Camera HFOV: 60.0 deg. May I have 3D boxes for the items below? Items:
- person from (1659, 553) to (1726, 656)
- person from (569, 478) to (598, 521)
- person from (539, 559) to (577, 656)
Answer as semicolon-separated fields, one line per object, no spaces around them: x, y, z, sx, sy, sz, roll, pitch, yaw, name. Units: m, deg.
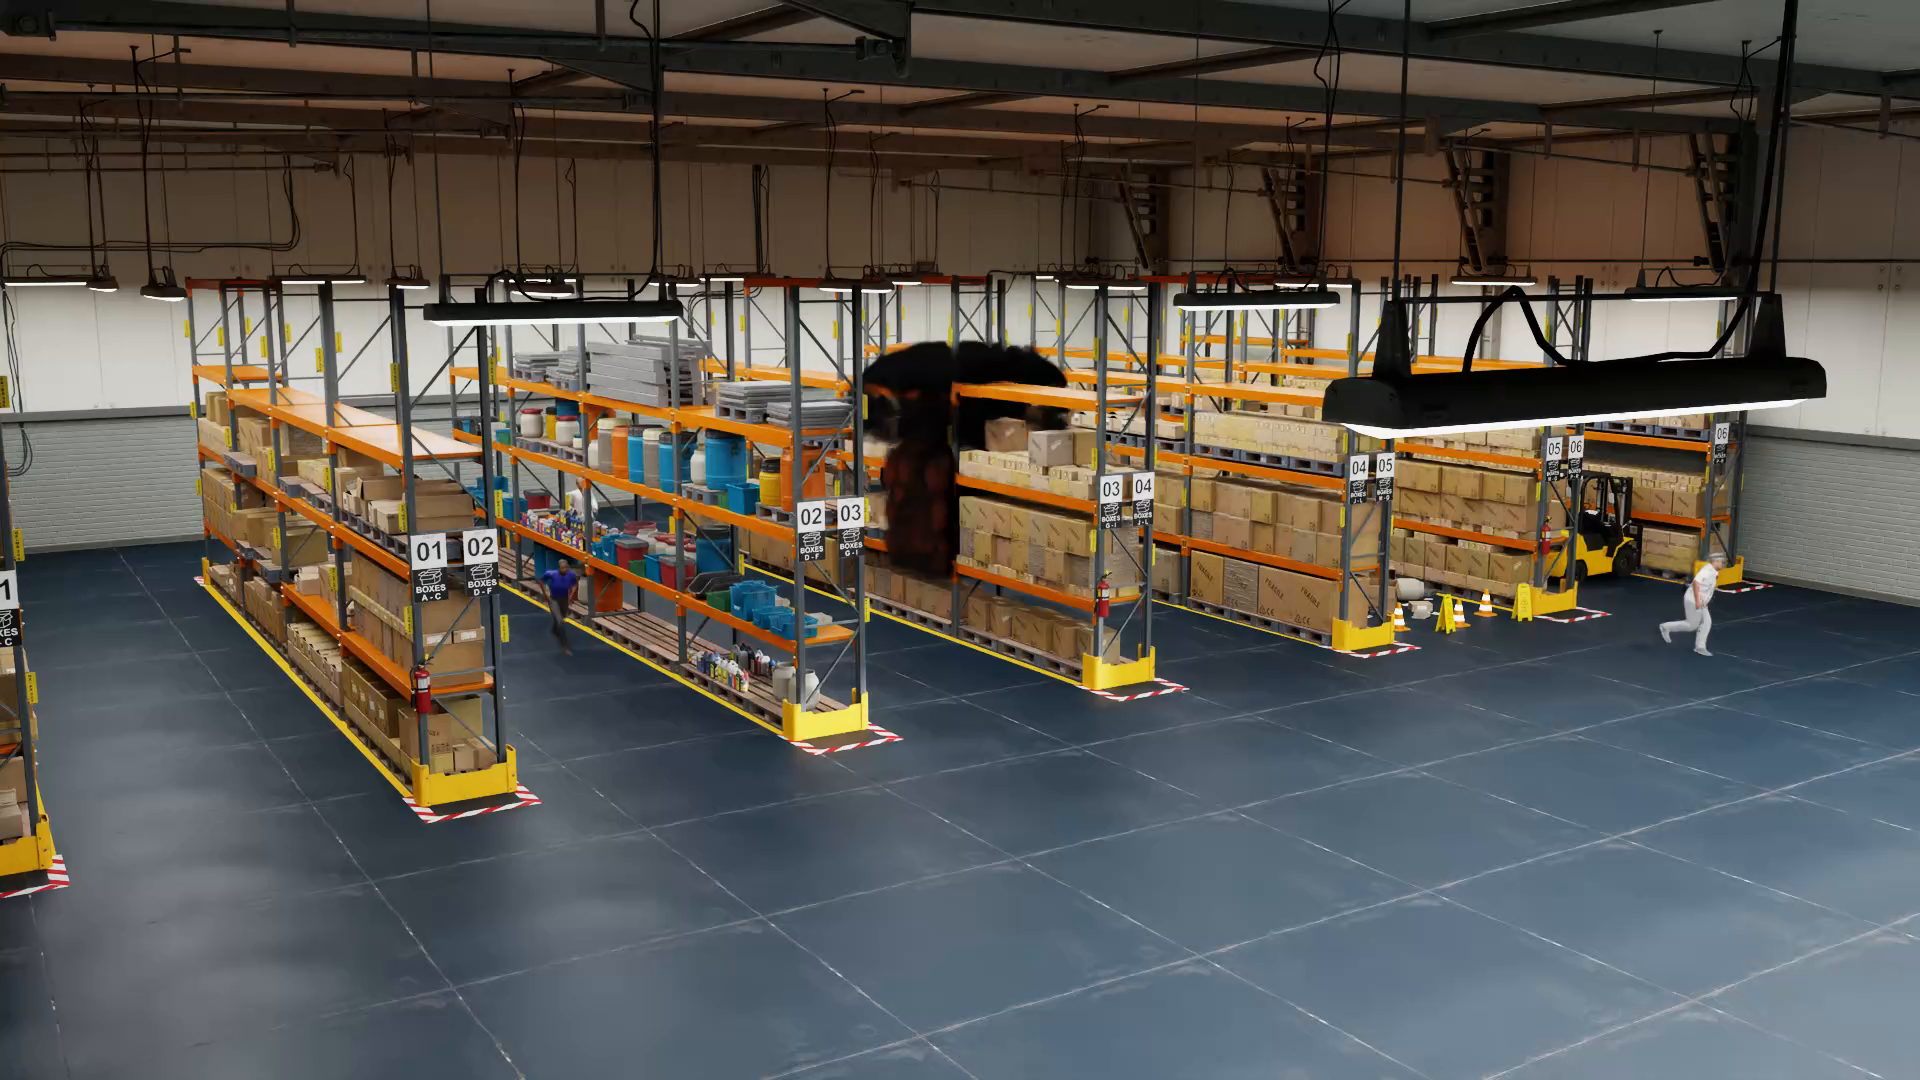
11.896;1.021;27.043;0.919;1.716;0.665;4;11;24;person
-8.126;-0.480;35.701;0.737;1.735;0.626;-8;13;-40;person
-6.578;1.052;27.187;0.610;1.607;0.976;-5;11;-26;person
